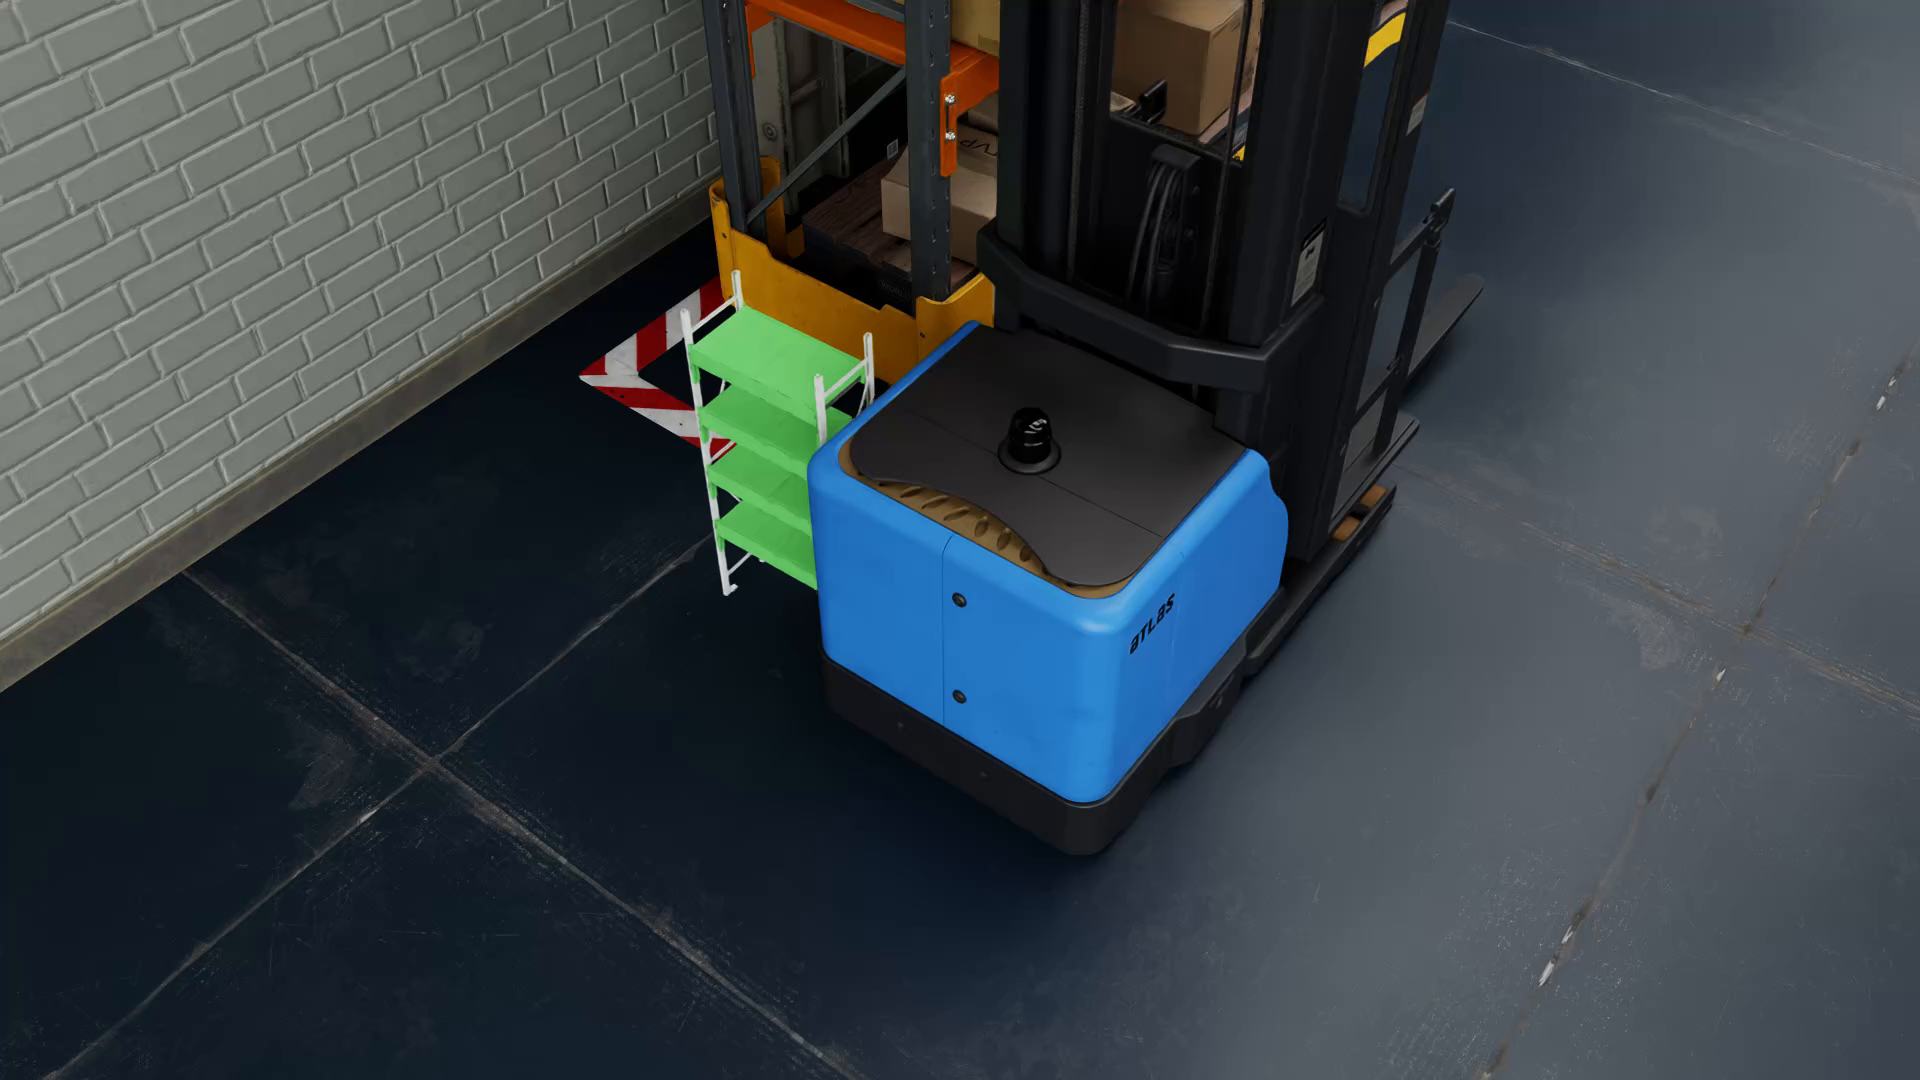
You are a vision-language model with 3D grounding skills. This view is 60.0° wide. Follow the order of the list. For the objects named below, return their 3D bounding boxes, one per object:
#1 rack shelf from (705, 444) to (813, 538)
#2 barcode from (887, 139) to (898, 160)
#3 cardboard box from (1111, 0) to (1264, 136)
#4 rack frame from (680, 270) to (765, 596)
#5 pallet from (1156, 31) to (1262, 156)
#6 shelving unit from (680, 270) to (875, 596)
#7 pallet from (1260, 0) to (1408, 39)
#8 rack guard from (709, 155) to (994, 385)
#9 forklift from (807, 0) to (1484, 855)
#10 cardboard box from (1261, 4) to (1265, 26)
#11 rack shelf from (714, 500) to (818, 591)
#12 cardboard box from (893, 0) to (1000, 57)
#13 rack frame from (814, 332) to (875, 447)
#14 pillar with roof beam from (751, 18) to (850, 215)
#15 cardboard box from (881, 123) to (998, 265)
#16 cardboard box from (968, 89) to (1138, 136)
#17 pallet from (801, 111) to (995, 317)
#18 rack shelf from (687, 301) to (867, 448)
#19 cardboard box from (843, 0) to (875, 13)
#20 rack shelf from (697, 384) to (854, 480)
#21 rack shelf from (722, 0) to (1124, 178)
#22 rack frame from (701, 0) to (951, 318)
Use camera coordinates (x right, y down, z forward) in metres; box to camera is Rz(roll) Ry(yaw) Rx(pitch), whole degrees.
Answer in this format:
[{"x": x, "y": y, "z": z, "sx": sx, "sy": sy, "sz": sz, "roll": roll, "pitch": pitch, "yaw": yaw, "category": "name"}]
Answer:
[{"x": -0.519, "y": -0.153, "z": 5.154, "sx": 0.480, "sy": 0.148, "sz": 0.258, "roll": 27, "pitch": 52, "yaw": 24, "category": "rack shelf"}, {"x": -0.273, "y": -1.583, "z": 6.737, "sx": 0.001, "sy": 0.075, "sz": 0.075, "roll": 29, "pitch": 53, "yaw": 25, "category": "barcode"}, {"x": 0.869, "y": -2.182, "z": 7.184, "sx": 0.700, "sy": 0.500, "sz": 0.500, "roll": 26, "pitch": 52, "yaw": 23, "category": "cardboard box"}, {"x": -0.717, "y": -0.300, "z": 5.207, "sx": 0.015, "sy": 1.200, "sz": 0.240, "roll": 27, "pitch": 52, "yaw": 24, "category": "rack frame"}, {"x": 0.856, "y": -2.038, "z": 7.551, "sx": 1.003, "sy": 0.211, "sz": 1.213, "roll": 29, "pitch": 53, "yaw": 25, "category": "pallet"}, {"x": -0.519, "y": -0.197, "z": 5.108, "sx": 0.503, "sy": 1.200, "sz": 0.258, "roll": 27, "pitch": 52, "yaw": 24, "category": "shelving unit"}, {"x": 1.601, "y": -2.739, "z": 8.220, "sx": 1.003, "sy": 0.211, "sz": 1.213, "roll": 29, "pitch": 53, "yaw": 25, "category": "pallet"}, {"x": -0.415, "y": -0.993, "z": 6.353, "sx": 1.175, "sy": 0.500, "sz": 0.348, "roll": 29, "pitch": 53, "yaw": 25, "category": "rack guard"}, {"x": 0.850, "y": -1.130, "z": 4.802, "sx": 1.130, "sy": 2.935, "sz": 3.031, "roll": 28, "pitch": 52, "yaw": 24, "category": "forklift"}, {"x": 1.381, "y": -2.779, "z": 7.755, "sx": 0.500, "sy": 0.500, "sz": 0.500, "roll": 25, "pitch": 51, "yaw": 22, "category": "cardboard box"}, {"x": -0.519, "y": 0.013, "z": 5.328, "sx": 0.480, "sy": 0.148, "sz": 0.258, "roll": 27, "pitch": 52, "yaw": 24, "category": "rack shelf"}, {"x": 0.088, "y": -1.907, "z": 5.587, "sx": 0.500, "sy": 0.250, "sz": 0.500, "roll": 28, "pitch": 52, "yaw": 24, "category": "cardboard box"}, {"x": -0.321, "y": -0.094, "z": 5.010, "sx": 0.015, "sy": 1.200, "sz": 0.240, "roll": 27, "pitch": 52, "yaw": 24, "category": "rack frame"}, {"x": 2.689, "y": -2.765, "z": 2.168, "sx": 9.100, "sy": 9.000, "sz": 0.400, "roll": 29, "pitch": 53, "yaw": 25, "category": "pillar with roof beam"}, {"x": 0.033, "y": -1.392, "z": 6.561, "sx": 0.500, "sy": 0.311, "sz": 0.500, "roll": 24, "pitch": 51, "yaw": 21, "category": "cardboard box"}, {"x": 0.381, "y": -1.719, "z": 6.873, "sx": 0.500, "sy": 0.311, "sz": 0.500, "roll": 34, "pitch": 55, "yaw": 28, "category": "cardboard box"}, {"x": 0.110, "y": -1.343, "z": 6.887, "sx": 1.003, "sy": 0.211, "sz": 1.213, "roll": 29, "pitch": 53, "yaw": 25, "category": "pallet"}, {"x": -0.519, "y": -0.484, "z": 4.807, "sx": 0.480, "sy": 0.148, "sz": 0.258, "roll": 27, "pitch": 52, "yaw": 24, "category": "rack shelf"}, {"x": -0.329, "y": -2.121, "z": 5.792, "sx": 0.500, "sy": 0.250, "sz": 0.500, "roll": 30, "pitch": 53, "yaw": 25, "category": "cardboard box"}, {"x": -0.519, "y": -0.318, "z": 4.981, "sx": 0.480, "sy": 0.148, "sz": 0.258, "roll": 27, "pitch": 52, "yaw": 24, "category": "rack shelf"}, {"x": 0.761, "y": -2.709, "z": 6.761, "sx": 1.077, "sy": 0.370, "sz": 4.000, "roll": 29, "pitch": 53, "yaw": 25, "category": "rack shelf"}, {"x": -0.462, "y": -1.813, "z": 5.408, "sx": 1.000, "sy": 3.000, "sz": 0.127, "roll": 29, "pitch": 53, "yaw": 25, "category": "rack frame"}]
